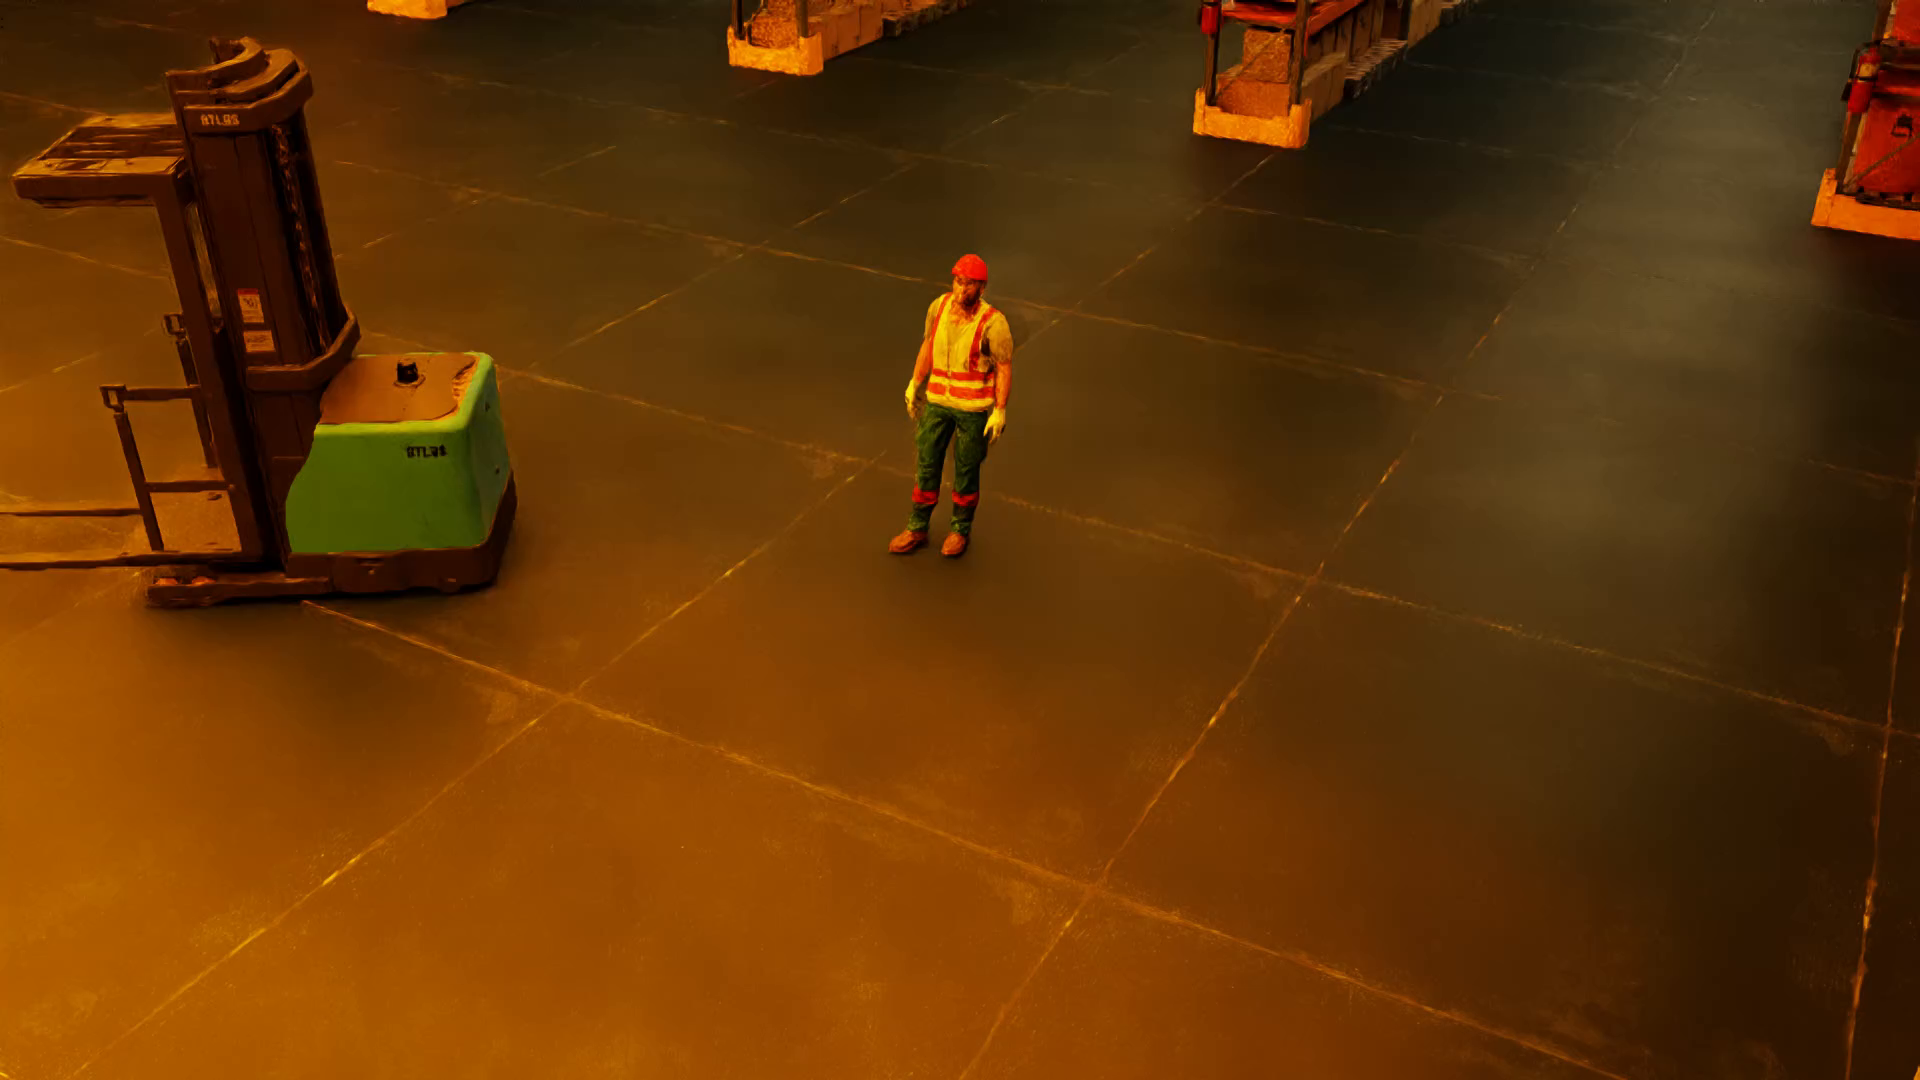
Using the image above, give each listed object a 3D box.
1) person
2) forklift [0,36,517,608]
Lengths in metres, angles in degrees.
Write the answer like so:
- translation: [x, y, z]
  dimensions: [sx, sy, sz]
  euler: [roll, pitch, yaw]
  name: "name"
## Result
- translation: [-0.049, -0.748, 9.496]
  dimensions: [0.637, 1.787, 0.563]
  euler: [15, 33, 25]
  name: "person"
- translation: [-4.206, -1.162, 9.084]
  dimensions: [3.031, 2.935, 1.130]
  euler: [-2, 30, -4]
  name: "forklift"
